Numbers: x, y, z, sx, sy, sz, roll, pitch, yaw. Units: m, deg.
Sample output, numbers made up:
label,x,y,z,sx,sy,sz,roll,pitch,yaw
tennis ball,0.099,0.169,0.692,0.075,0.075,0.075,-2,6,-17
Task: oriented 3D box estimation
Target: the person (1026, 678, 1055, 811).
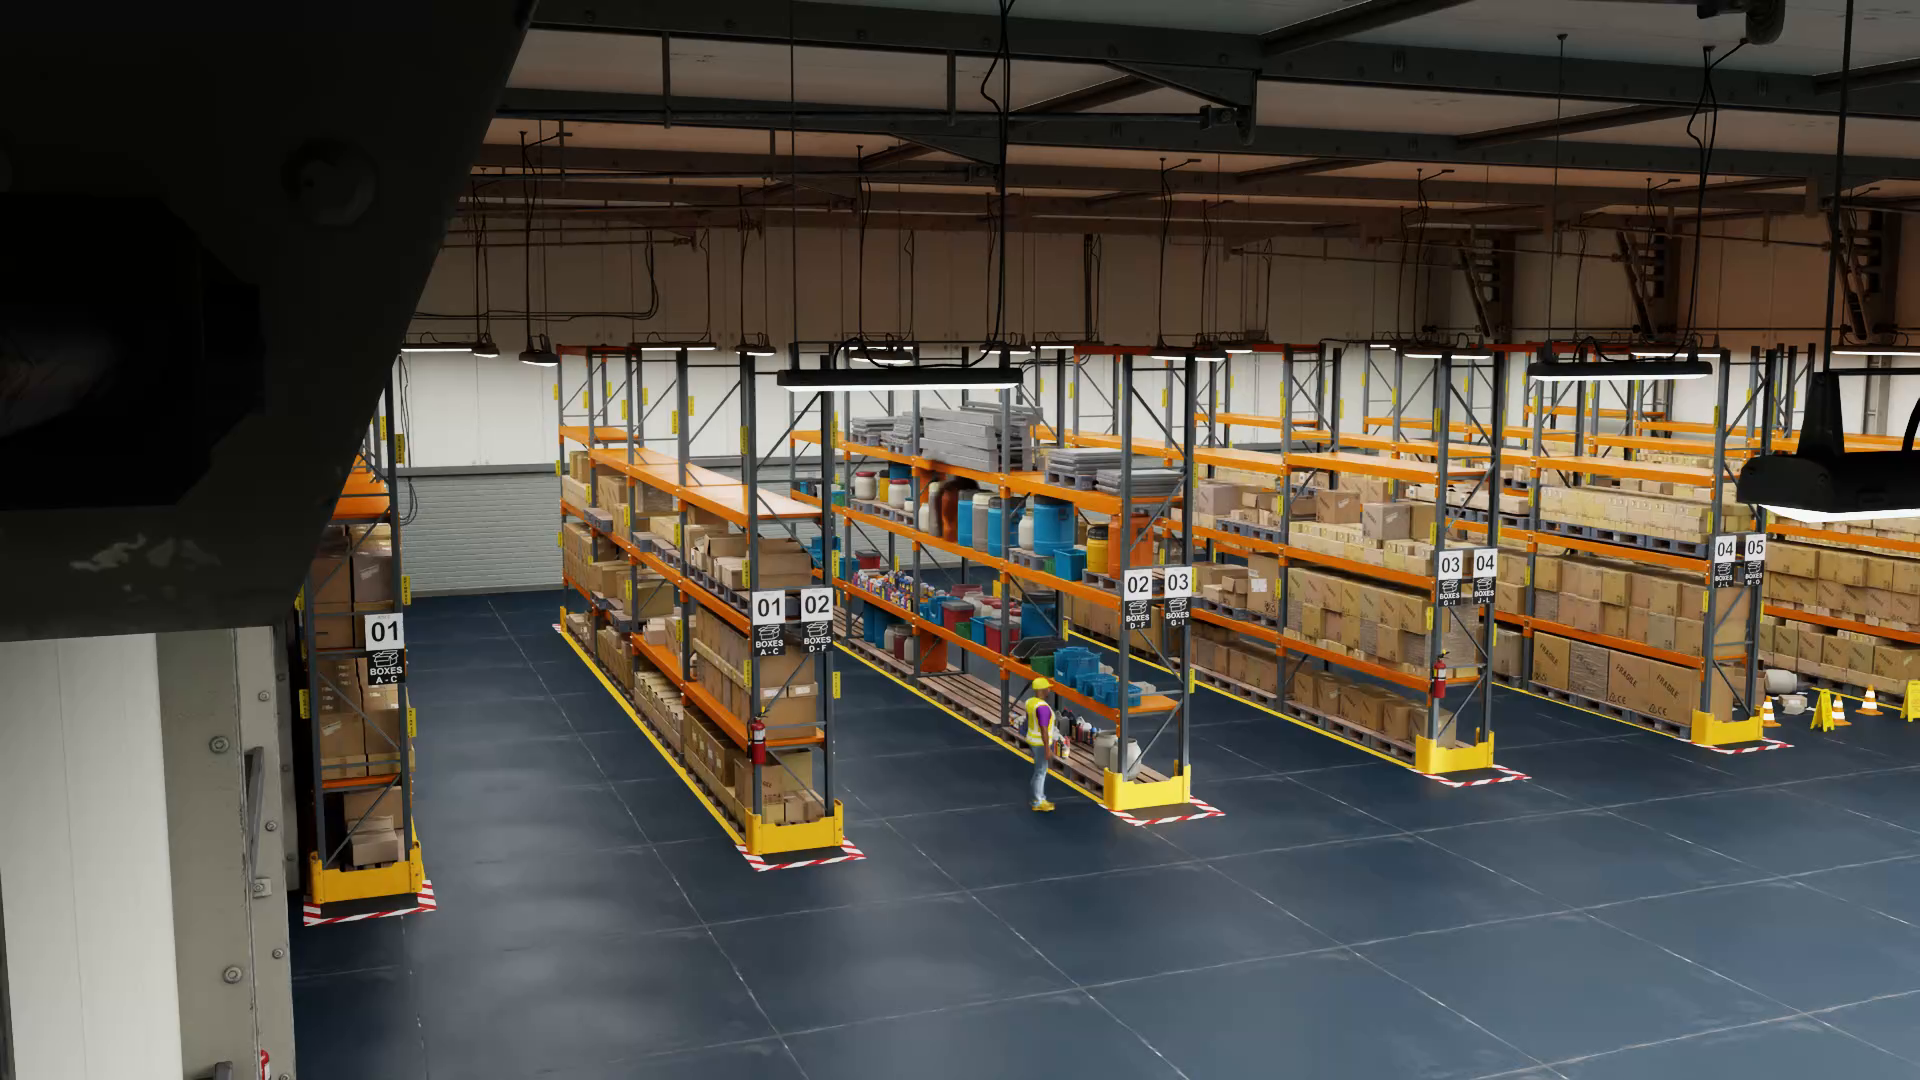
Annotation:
label,x,y,z,sx,sy,sz,roll,pitch,yaw
person,1.111,2.701,21.894,0.441,1.797,0.623,-2,7,-13
